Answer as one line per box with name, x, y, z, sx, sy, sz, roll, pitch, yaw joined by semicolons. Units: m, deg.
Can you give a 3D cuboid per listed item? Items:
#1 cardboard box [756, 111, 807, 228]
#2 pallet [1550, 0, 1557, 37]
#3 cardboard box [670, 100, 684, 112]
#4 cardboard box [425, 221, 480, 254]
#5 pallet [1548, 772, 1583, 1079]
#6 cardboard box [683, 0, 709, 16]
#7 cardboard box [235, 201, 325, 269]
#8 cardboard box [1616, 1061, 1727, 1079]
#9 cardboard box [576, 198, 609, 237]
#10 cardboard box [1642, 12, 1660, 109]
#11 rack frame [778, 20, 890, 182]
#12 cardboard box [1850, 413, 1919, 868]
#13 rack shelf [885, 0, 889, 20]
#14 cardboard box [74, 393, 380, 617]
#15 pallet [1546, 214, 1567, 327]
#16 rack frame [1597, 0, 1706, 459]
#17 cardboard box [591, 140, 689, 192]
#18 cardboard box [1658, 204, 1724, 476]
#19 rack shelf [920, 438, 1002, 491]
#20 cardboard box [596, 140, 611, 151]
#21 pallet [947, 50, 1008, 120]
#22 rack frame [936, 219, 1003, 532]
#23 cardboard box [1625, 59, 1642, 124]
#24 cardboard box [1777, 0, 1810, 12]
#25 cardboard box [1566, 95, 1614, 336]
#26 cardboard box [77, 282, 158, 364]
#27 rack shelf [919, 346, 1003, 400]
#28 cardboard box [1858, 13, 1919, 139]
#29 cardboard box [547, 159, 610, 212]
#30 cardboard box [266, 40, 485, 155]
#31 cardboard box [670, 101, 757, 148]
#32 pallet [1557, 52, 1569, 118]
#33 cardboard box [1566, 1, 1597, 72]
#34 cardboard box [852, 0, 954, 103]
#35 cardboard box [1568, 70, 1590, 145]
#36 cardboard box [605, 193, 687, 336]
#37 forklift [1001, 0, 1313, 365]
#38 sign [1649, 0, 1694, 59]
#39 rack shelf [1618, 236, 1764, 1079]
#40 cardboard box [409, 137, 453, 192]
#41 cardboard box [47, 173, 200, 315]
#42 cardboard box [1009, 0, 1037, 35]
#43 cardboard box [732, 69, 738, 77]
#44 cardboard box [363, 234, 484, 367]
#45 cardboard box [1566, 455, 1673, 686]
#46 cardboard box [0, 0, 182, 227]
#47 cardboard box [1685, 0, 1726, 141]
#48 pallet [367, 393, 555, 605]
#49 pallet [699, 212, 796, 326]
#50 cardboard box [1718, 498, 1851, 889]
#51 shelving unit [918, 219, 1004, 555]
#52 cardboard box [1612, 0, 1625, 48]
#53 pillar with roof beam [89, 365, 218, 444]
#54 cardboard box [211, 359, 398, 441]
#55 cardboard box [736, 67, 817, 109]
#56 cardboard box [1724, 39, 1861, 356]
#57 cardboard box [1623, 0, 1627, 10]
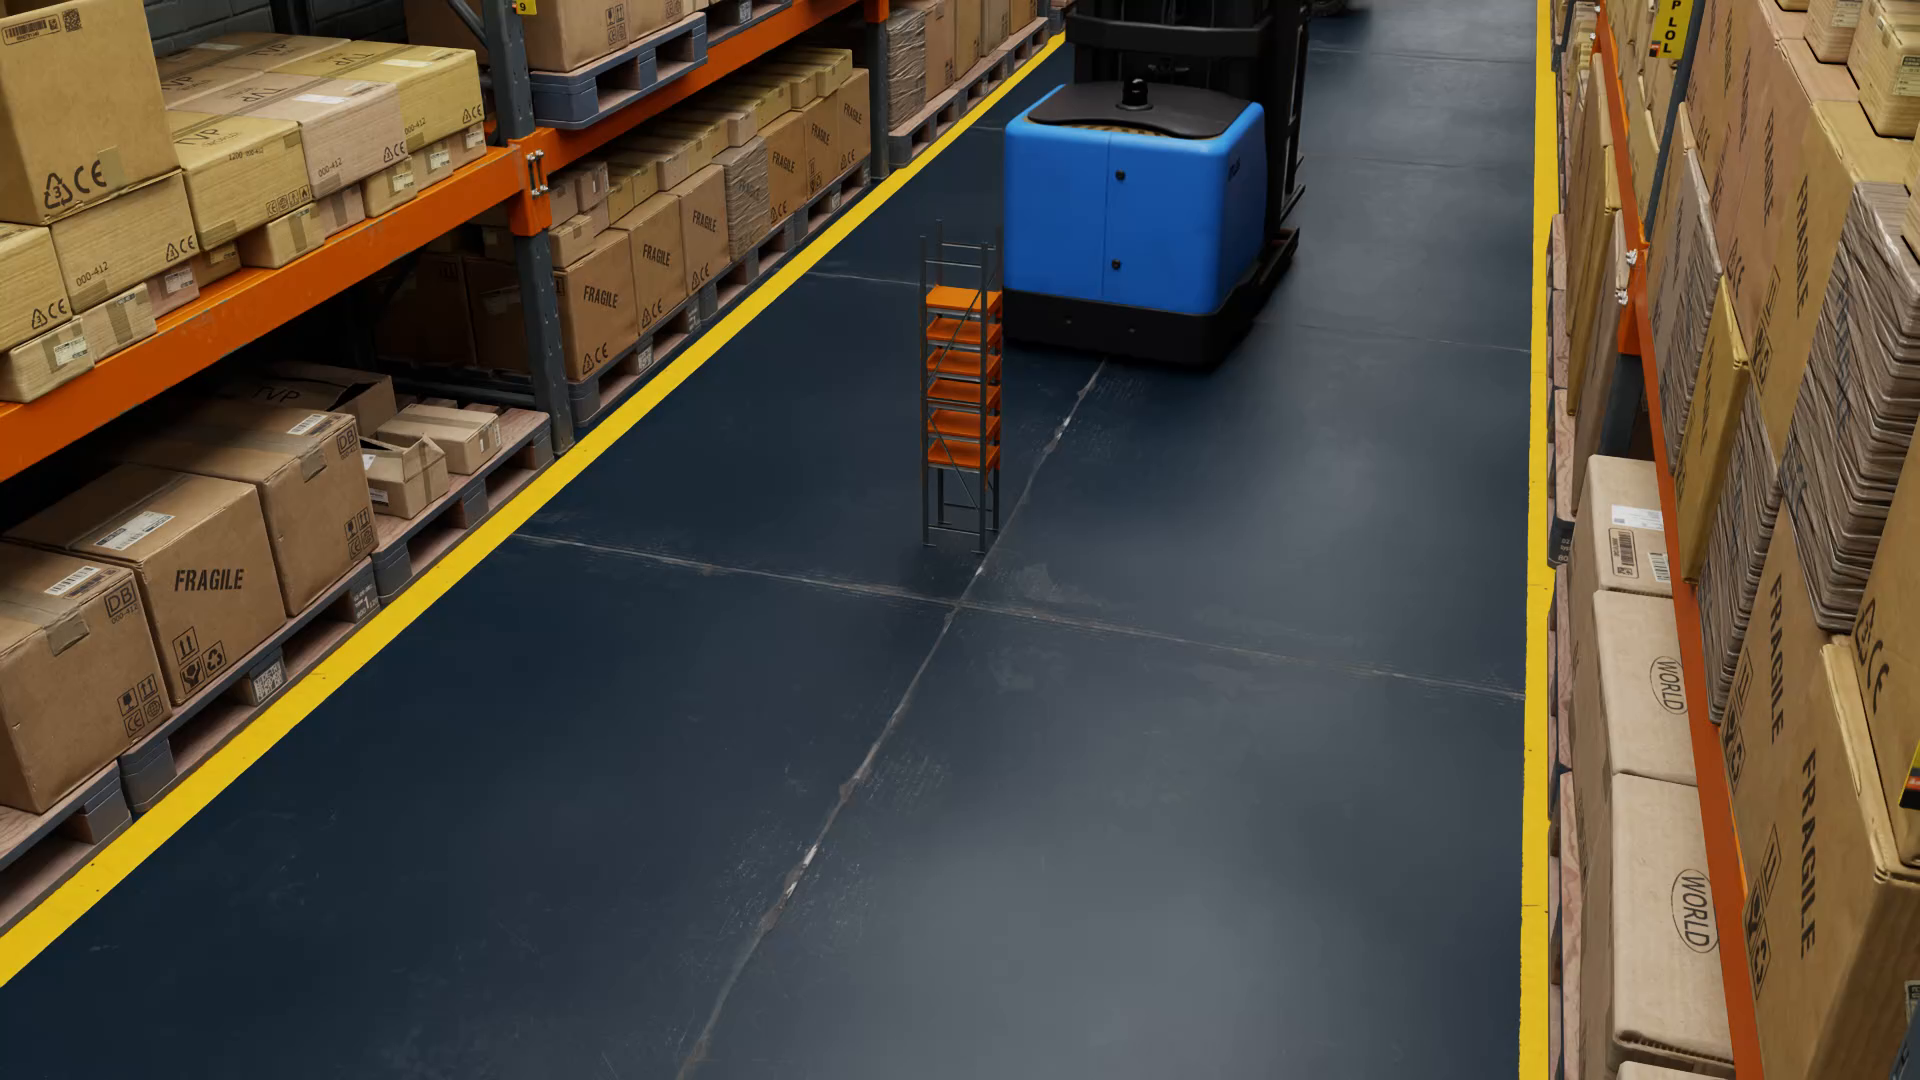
cardboard box;-1.159;-1.998;8.896;0.500;0.500;0.500;10;31;17
pallet;5.508;-4.429;13.994;1.003;0.211;1.213;8;30;15
cardboard box;-1.682;-2.298;8.767;0.380;0.149;0.250;8;30;14
cardboard box;-2.274;-1.337;7.040;0.380;0.149;0.250;7;30;13
pallet;1.986;1.086;4.081;1.003;0.211;1.213;8;30;15
cardboard box;-1.331;-2.466;7.304;0.396;0.266;0.258;10;31;17
cardboard box;-2.218;-0.967;5.162;0.380;0.149;0.250;8;30;14
cardboard box;1.564;1.430;2.797;0.875;0.438;0.875;7;30;13
cardboard box;-1.739;-1.393;7.141;0.380;0.149;0.250;8;30;13
cardboard box;2.677;-1.670;5.806;0.500;0.250;0.500;9;30;16
rack frame;-0.932;-3.609;9.652;1.000;3.000;0.127;8;30;15
cardboard box;1.380;0.077;1.896;0.500;0.500;0.500;9;30;17
rack shelf;-0.345;-4.224;11.498;1.077;0.370;4.000;8;30;15
cardboard box;-2.417;-0.127;5.533;0.700;0.500;0.500;7;30;13
pallet;3.511;-1.328;8.421;1.003;0.211;1.213;8;30;15
rack frame;2.640;-1.044;5.041;1.000;3.000;0.127;8;30;15
cardboard box;-1.498;-1.754;7.790;0.380;0.149;0.250;8;30;15
cardboard box;1.948;-0.443;3.858;0.500;0.500;0.500;9;30;15
rack shelf;0.004;-0.282;6.109;0.258;0.103;0.180;8;30;15
cardboard box;-1.934;-1.945;8.132;0.380;0.149;0.250;9;30;16
pallet;-0.293;-3.333;12.024;1.003;0.211;1.213;8;30;15
rack frame;0.031;-0.574;6.047;0.240;1.200;0.006;8;30;15
cardboard box;2.848;-1.691;6.358;0.500;0.250;0.500;8;30;14
cardboard box;1.968;-1.226;3.569;0.380;0.149;0.250;8;30;13
cardboard box;3.266;-1.435;7.497;0.875;0.875;0.875;9;30;15
cardboard box;-2.438;-0.612;4.523;0.380;0.149;0.250;9;30;16
rack shelf;0.004;-0.597;5.934;0.258;0.103;0.180;8;30;15
cardboard box;1.702;-0.745;2.705;0.380;0.149;0.250;9;30;16
cardboard box;-1.716;-1.511;7.047;0.380;0.149;0.250;7;30;12
cardboard box;-2.022;-1.543;5.787;0.500;0.250;0.500;9;30;16
cardboard box;-1.251;-2.106;8.422;0.380;0.149;0.250;7;30;12
pallet;4.761;-3.181;11.751;1.003;0.211;1.213;8;30;15
cardboard box;4.837;-3.553;11.822;0.950;0.372;0.625;9;30;16
cardboard box;-0.551;-3.348;11.193;0.875;0.625;0.625;9;30;17
cardboard box;4.198;-2.543;10.007;0.950;0.372;0.625;8;30;14
cardboard box;-1.602;-1.283;7.610;0.500;0.500;0.500;8;30;14
forklift;1.189;-2.773;8.220;1.130;2.935;3.031;11;31;18
sign;2.119;-1.588;4.910;0.100;0.325;0.005;8;30;15
rack shelf;2.053;0.200;3.545;1.077;0.370;4.000;8;30;15
cardboard box;-2.014;-1.332;5.818;0.380;0.149;0.250;9;30;16
cardboard box;-2.466;-0.839;4.521;0.500;0.250;0.500;8;30;14
cardboard box;0.100;-4.370;13.030;0.875;0.625;0.625;10;31;17
cardboard box;-1.487;-2.666;9.429;0.380;0.149;0.250;9;30;16
cardboard box;-2.245;-1.112;7.302;0.500;0.500;0.500;8;30;15
cardboard box;2.353;0.169;5.064;0.875;0.438;0.875;8;30;14
cardboard box;-2.449;-1.153;4.314;0.500;0.500;0.500;9;30;16
cardboard box;2.269;-1.338;4.438;0.500;0.500;0.500;9;30;15
pallet;-2.309;-0.213;6.415;1.003;0.211;1.213;8;30;15
pallet;-1.547;-1.484;8.700;1.003;0.211;1.213;8;30;15
cardboard box;1.516;0.278;2.561;0.500;0.500;0.500;8;30;14
shelving unit;0.004;-0.531;5.970;0.258;1.200;0.189;8;30;15
cardboard box;3.296;-2.404;7.641;0.500;0.250;0.500;8;30;13
pillar with roof beam;0.943;-3.563;3.398;9.100;9.000;0.400;8;30;15
cardboard box;-2.526;-0.486;6.371;0.500;0.311;0.500;10;30;17
cardboard box;-1.005;-2.471;9.078;0.380;0.149;0.250;7;30;13
cardboard box;1.803;-0.633;3.172;0.500;0.500;0.500;8;30;14
cardboard box;3.119;-2.385;7.093;0.500;0.250;0.500;8;30;15
